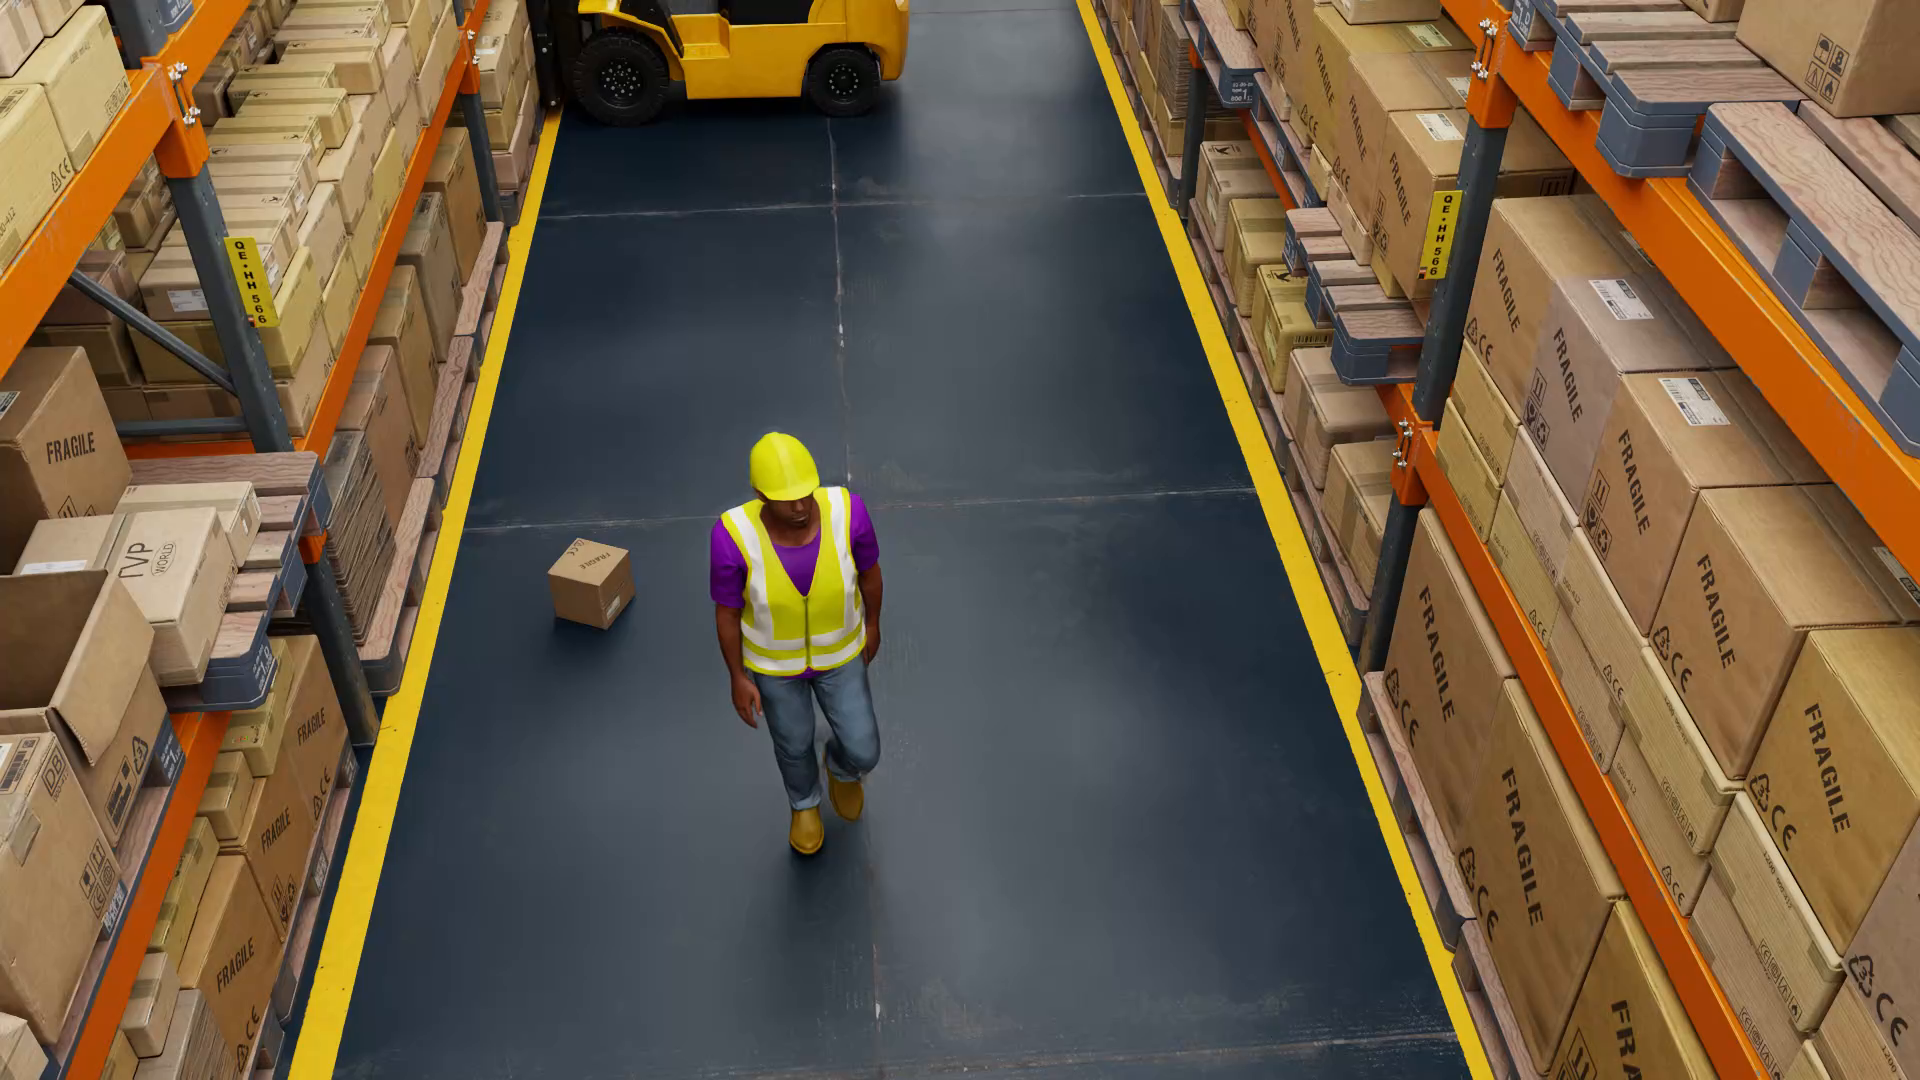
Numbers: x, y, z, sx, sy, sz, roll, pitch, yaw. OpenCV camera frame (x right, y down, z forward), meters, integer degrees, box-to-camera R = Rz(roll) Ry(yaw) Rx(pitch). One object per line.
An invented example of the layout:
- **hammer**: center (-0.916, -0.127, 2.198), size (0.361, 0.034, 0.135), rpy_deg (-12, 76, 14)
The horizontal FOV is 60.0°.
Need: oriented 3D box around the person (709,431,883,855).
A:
- **person**: center (-0.524, 0.388, 5.622), size (0.580, 1.775, 0.449), rpy_deg (-9, 40, -11)
